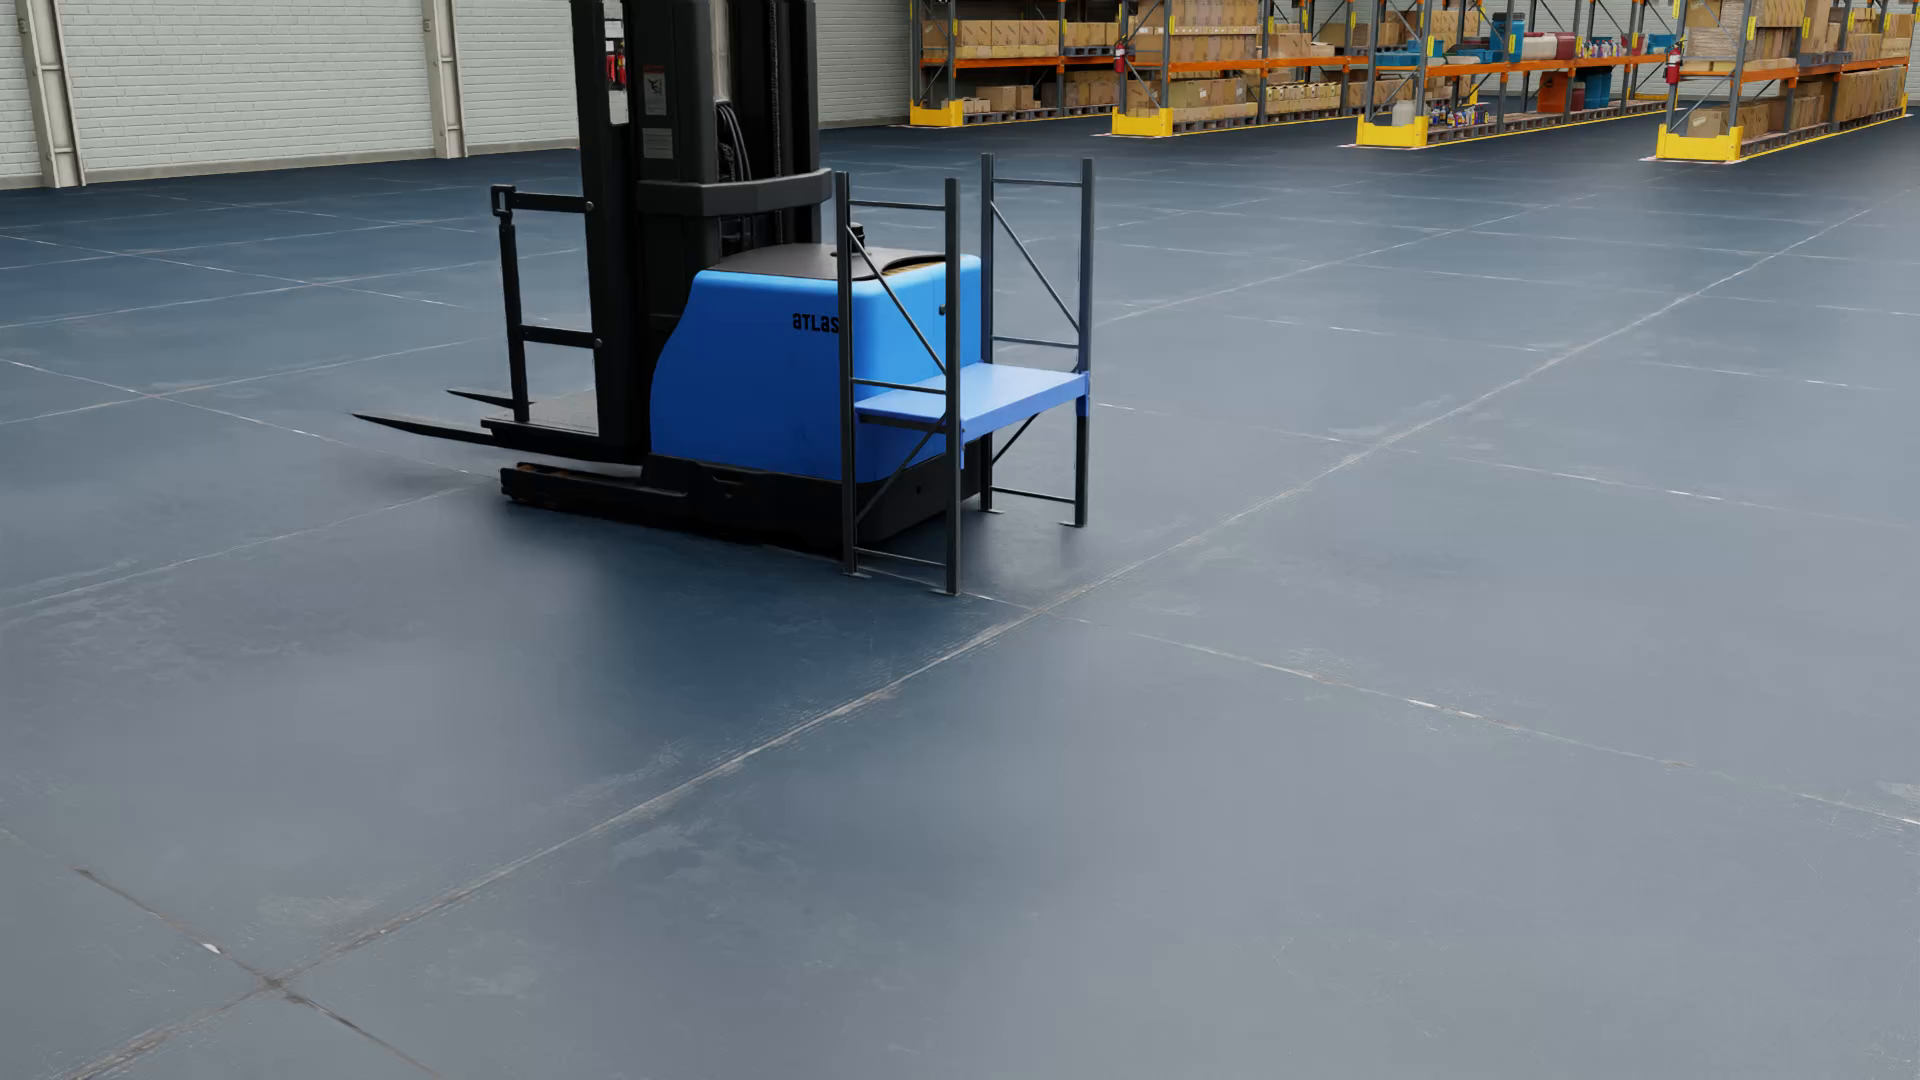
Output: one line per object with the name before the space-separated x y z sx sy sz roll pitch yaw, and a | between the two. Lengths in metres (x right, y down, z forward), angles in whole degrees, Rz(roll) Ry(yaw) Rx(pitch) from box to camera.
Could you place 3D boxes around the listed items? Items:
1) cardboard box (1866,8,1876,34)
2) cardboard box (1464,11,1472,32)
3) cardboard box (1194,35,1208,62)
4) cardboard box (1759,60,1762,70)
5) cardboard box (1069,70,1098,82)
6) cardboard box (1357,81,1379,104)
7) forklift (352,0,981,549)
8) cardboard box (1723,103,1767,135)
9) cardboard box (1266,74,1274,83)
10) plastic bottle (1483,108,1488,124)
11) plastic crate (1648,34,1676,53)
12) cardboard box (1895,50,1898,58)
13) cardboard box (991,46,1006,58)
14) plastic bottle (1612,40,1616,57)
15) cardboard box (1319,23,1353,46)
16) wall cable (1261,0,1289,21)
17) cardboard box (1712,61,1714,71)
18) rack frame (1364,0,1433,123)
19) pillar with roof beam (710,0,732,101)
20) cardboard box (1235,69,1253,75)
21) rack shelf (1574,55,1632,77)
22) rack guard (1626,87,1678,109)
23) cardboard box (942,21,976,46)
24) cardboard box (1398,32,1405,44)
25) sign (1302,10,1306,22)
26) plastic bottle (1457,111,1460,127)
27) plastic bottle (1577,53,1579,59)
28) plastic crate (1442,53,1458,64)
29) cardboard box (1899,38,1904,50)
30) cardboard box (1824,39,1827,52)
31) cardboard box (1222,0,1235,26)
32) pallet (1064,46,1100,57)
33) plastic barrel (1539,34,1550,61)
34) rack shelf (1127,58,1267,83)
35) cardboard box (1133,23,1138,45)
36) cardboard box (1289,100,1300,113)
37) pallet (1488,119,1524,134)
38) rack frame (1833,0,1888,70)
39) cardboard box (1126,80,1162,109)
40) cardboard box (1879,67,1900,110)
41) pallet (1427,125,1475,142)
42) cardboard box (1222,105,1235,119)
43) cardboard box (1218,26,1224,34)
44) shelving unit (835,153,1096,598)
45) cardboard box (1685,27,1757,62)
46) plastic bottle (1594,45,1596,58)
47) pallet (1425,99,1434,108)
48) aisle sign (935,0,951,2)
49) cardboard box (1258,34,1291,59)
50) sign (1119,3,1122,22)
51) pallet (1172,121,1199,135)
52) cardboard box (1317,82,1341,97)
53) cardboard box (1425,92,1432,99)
cardboard box | 18.174 -10.571 33.867 0.797 0.503 0.637 12 21 33
cardboard box | 12.633 -13.152 42.184 0.500 0.500 0.500 13 22 36
cardboard box | 4.342 -9.491 32.080 0.700 0.500 0.500 13 21 35
cardboard box | 12.499 -7.544 26.404 0.380 0.149 0.250 12 21 35
cardboard box | 2.839 -10.701 38.354 0.500 0.250 0.500 12 21 33
cardboard box | 9.322 -10.315 38.376 0.500 0.500 0.500 12 21 34
forklift | -1.418 -1.658 7.141 3.031 2.935 1.130 9 20 28
cardboard box | 13.176 -7.073 27.970 0.500 0.500 0.500 -12 21 -33
cardboard box | 8.063 -12.360 44.993 0.700 0.500 0.500 12 21 33
plastic bottle | 9.782 -7.908 30.989 0.061 0.283 0.133 14 22 37
plastic crate | 16.904 -11.959 40.034 0.616 0.435 0.499 12 21 35
cardboard box | 20.073 -10.524 35.997 0.380 0.149 0.250 13 21 36
cardboard box | 0.616 -10.210 34.784 0.500 0.250 0.500 12 21 34
plastic bottle | 14.285 -10.773 36.460 0.144 0.351 0.185 12 21 35
cardboard box | 8.496 -11.415 37.567 0.700 0.500 0.500 5 18 16
wall cable | 9.001 -14.734 47.418 0.084 1.984 1.851 12 21 35
cardboard box | 11.552 -7.384 25.886 0.380 0.149 0.250 12 21 35
rack frame | 7.420 -8.215 28.140 1.000 3.000 0.127 12 21 35
pillar with roof beam | -0.931 -10.960 26.865 9.100 9.000 0.400 12 21 35
cardboard box | 7.492 -12.350 43.867 0.380 0.149 0.250 13 22 37
rack shelf | 13.379 -10.253 35.916 1.077 0.370 4.000 12 21 35
rack guard | 16.958 -10.840 40.808 1.175 0.500 0.348 12 21 35
cardboard box | -0.010 -10.322 33.880 0.500 0.500 0.500 12 21 35
cardboard box | 10.686 -12.161 40.679 0.500 0.500 0.500 13 21 36
sign | 9.425 -14.343 45.522 0.100 0.325 0.005 12 21 35
plastic bottle | 8.955 -7.581 29.955 0.097 0.271 0.097 0 17 0
plastic bottle | 12.796 -10.128 34.516 0.097 0.271 0.097 0 17 0
plastic crate | 8.768 -8.793 30.359 0.450 0.188 0.662 12 21 35
cardboard box | 20.250 -10.817 36.269 0.500 0.250 0.500 12 21 33
cardboard box | 15.388 -8.937 29.982 0.396 0.266 0.258 12 21 33
cardboard box | 4.970 -10.365 32.706 0.700 0.500 0.500 12 21 35
pallet | 2.419 -10.983 37.377 1.003 0.211 1.213 12 21 35
plastic barrel | 11.495 -9.791 33.025 0.421 0.512 0.421 0 17 0
rack shelf | 4.636 -9.224 32.602 1.077 0.370 4.000 12 21 35
cardboard box | 3.959 -12.015 39.467 0.700 0.500 0.500 10 20 28
cardboard box | 6.879 -9.229 35.333 0.500 0.250 0.500 12 21 33
pallet | 10.240 -8.030 32.246 1.003 0.211 1.213 12 21 35
rack frame | 18.548 -10.198 34.525 1.000 3.000 0.127 12 21 35
cardboard box | 3.525 -8.517 31.776 0.500 0.500 0.500 12 21 35
cardboard box | 20.072 -9.953 36.611 0.875 0.875 0.875 12 21 35
pallet | 8.644 -7.392 30.190 1.003 0.211 1.213 12 21 35
cardboard box | 5.135 -8.543 33.125 0.500 0.250 0.500 12 21 35
cardboard box | 4.924 -9.933 32.409 0.380 0.149 0.250 13 22 36
shelving unit | 0.044 -0.676 6.393 0.538 1.500 1.048 10 20 30
cardboard box | 11.748 -7.656 25.669 0.875 0.500 0.500 12 21 35
plastic bottle | 13.484 -10.403 35.402 0.097 0.271 0.097 0 17 0
pallet | 11.004 -10.781 41.105 1.003 0.211 1.213 12 21 35
aisle sign | -0.338 -11.137 33.166 0.394 0.787 0.004 12 21 35
cardboard box | 6.612 -10.397 34.998 0.500 0.500 0.500 14 22 39
sign | 3.017 -9.856 31.074 0.100 0.325 0.005 12 21 35
pallet | 3.867 -7.949 31.985 1.003 0.211 1.213 12 21 35
cardboard box | 8.097 -9.984 36.817 0.500 0.311 0.500 13 22 36
cardboard box | 11.526 -11.076 41.388 0.380 0.166 0.250 12 21 35
